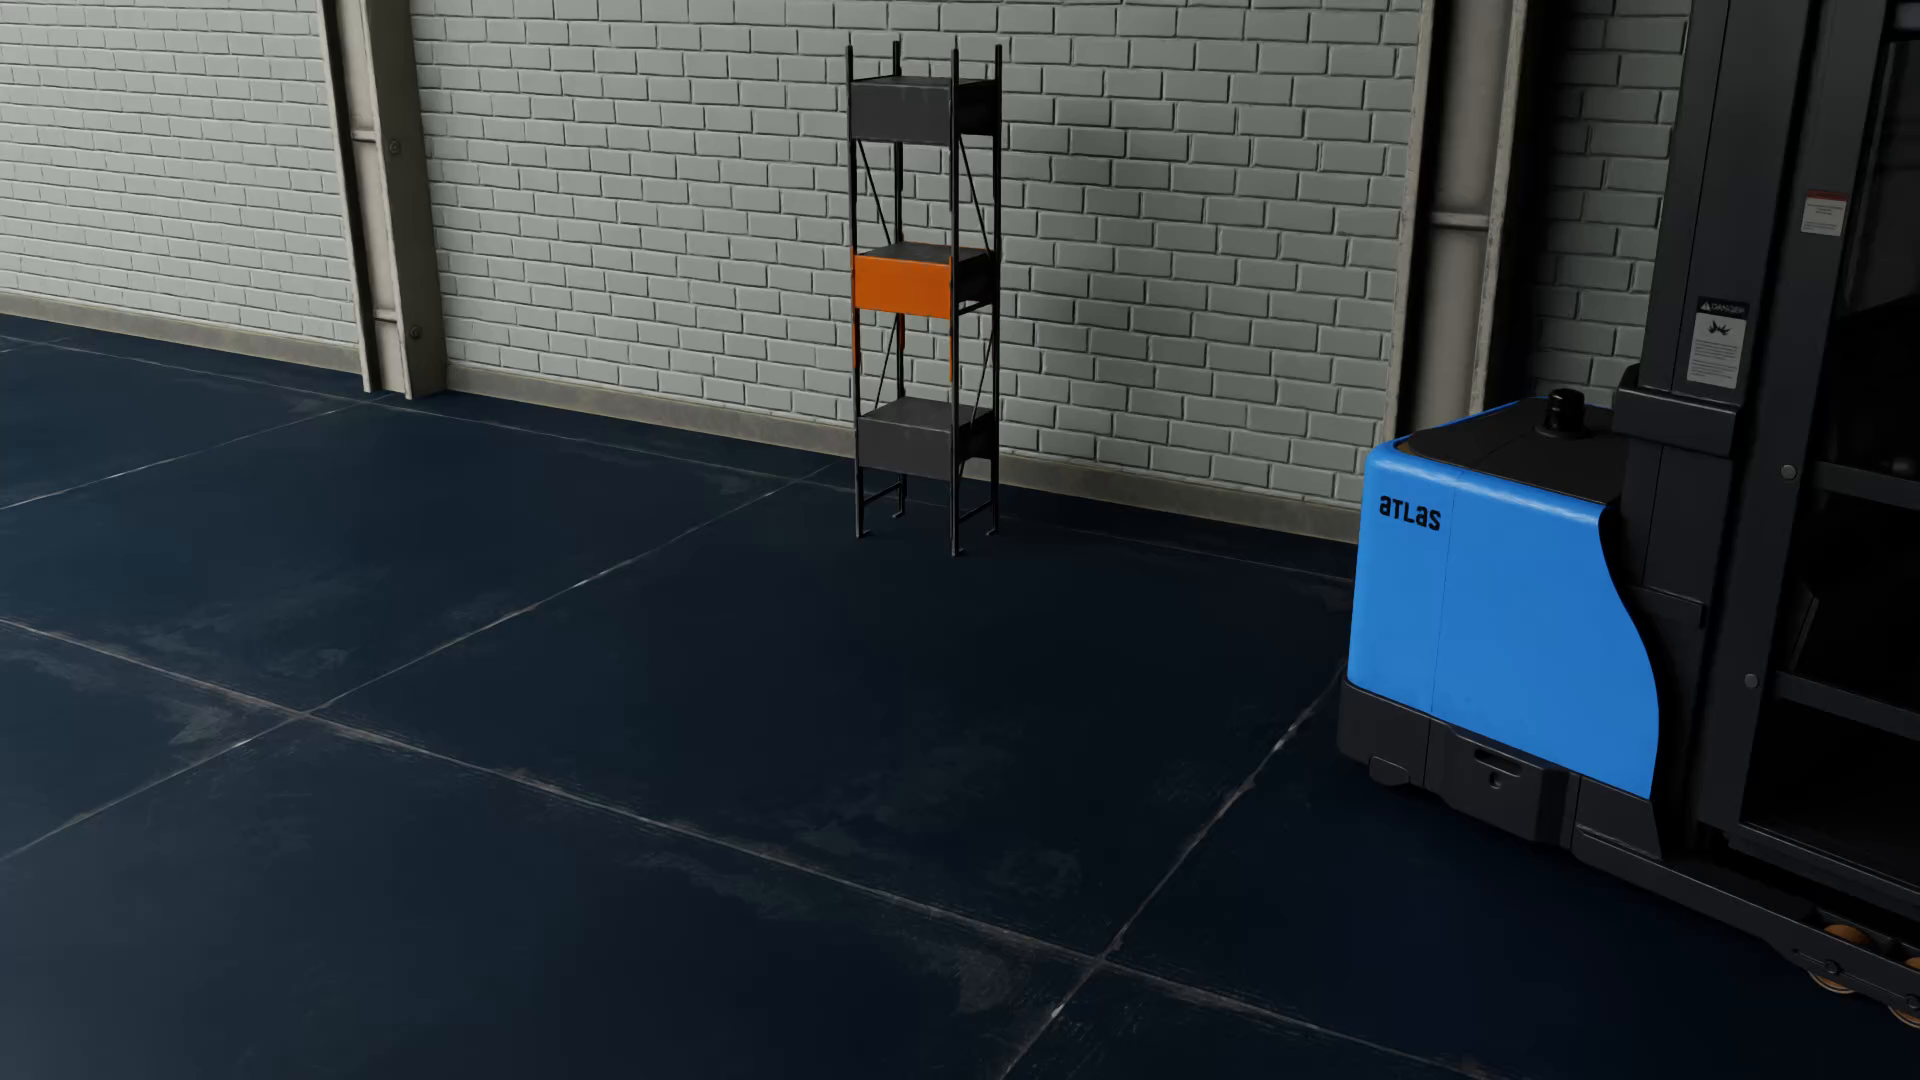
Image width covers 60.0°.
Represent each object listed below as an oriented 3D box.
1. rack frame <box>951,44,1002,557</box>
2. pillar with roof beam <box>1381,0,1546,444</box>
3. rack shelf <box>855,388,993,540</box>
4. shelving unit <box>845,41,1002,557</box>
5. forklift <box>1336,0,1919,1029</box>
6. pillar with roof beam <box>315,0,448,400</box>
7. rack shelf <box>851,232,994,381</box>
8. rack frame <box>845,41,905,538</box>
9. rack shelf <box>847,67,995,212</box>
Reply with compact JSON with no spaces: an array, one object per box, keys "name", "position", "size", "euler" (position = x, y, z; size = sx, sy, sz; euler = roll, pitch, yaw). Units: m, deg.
[{"name":"rack frame","position":[0.068,-0.974,6.971],"size":[0.015,2.100,0.400],"euler":[11,23,27]},{"name":"pillar with roof beam","position":[-0.121,-2.839,1.994],"size":[0.400,9.000,9.100],"euler":[11,23,27]},{"name":"rack shelf","position":[-0.145,-0.344,7.326],"size":[0.480,0.518,0.431],"euler":[11,23,27]},{"name":"shelving unit","position":[-0.145,-1.015,7.083],"size":[0.503,2.100,0.431],"euler":[11,23,27]},{"name":"forklift","position":[2.552,-0.378,4.108],"size":[1.130,2.935,3.031],"euler":[-17,26,-38]},{"name":"pillar with roof beam","position":[-5.359,-3.836,4.745],"size":[0.400,9.000,9.100],"euler":[11,23,27]},{"name":"rack shelf","position":[-0.145,-1.002,7.088],"size":[0.480,0.518,0.431],"euler":[11,23,27]},{"name":"rack frame","position":[-0.358,-1.055,7.195],"size":[0.015,2.100,0.400],"euler":[11,23,27]},{"name":"rack shelf","position":[-0.145,-1.660,6.849],"size":[0.480,0.518,0.431],"euler":[11,23,27]}]
